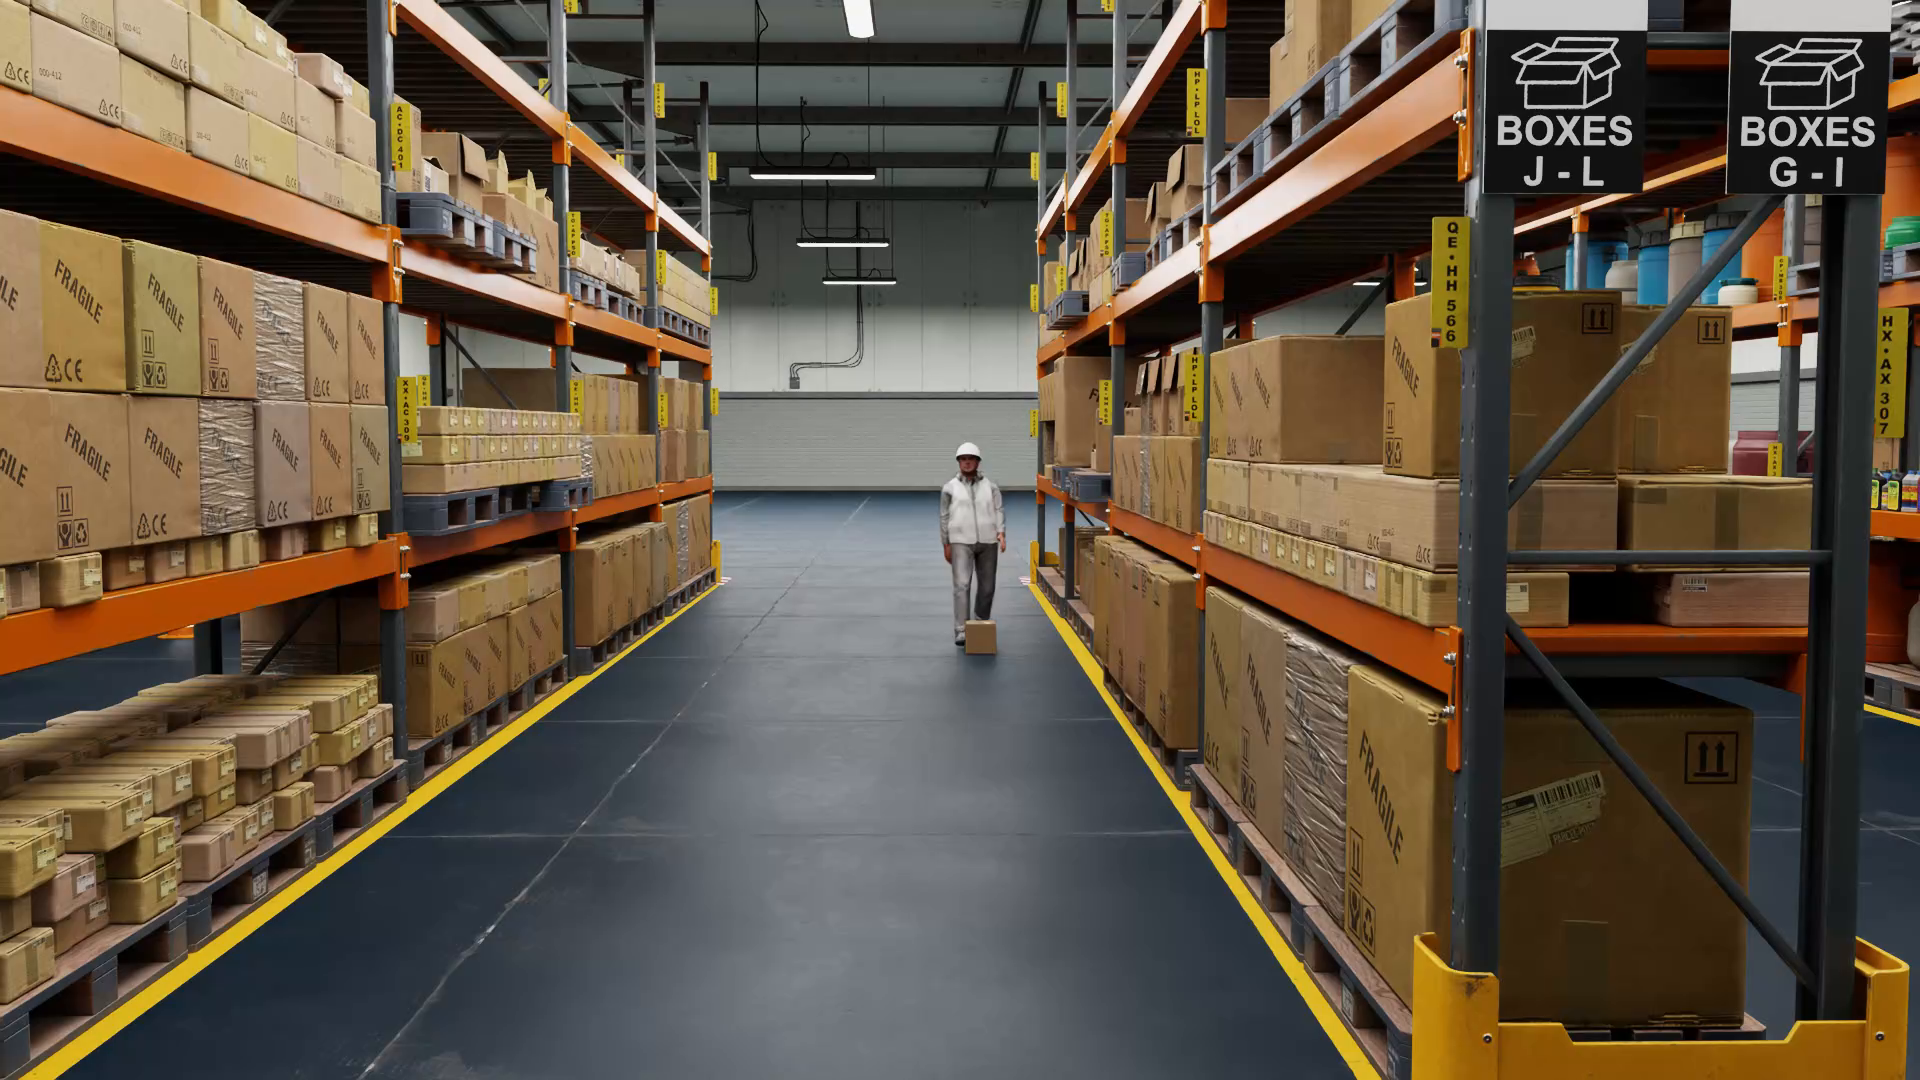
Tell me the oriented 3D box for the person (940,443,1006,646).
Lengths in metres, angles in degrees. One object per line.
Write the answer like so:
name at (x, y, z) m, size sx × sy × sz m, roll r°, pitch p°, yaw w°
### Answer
person at (0.131, 0.024, 14.333) m, size 0.538 × 1.721 × 1.005 m, roll -1°, pitch 4°, yaw -12°
